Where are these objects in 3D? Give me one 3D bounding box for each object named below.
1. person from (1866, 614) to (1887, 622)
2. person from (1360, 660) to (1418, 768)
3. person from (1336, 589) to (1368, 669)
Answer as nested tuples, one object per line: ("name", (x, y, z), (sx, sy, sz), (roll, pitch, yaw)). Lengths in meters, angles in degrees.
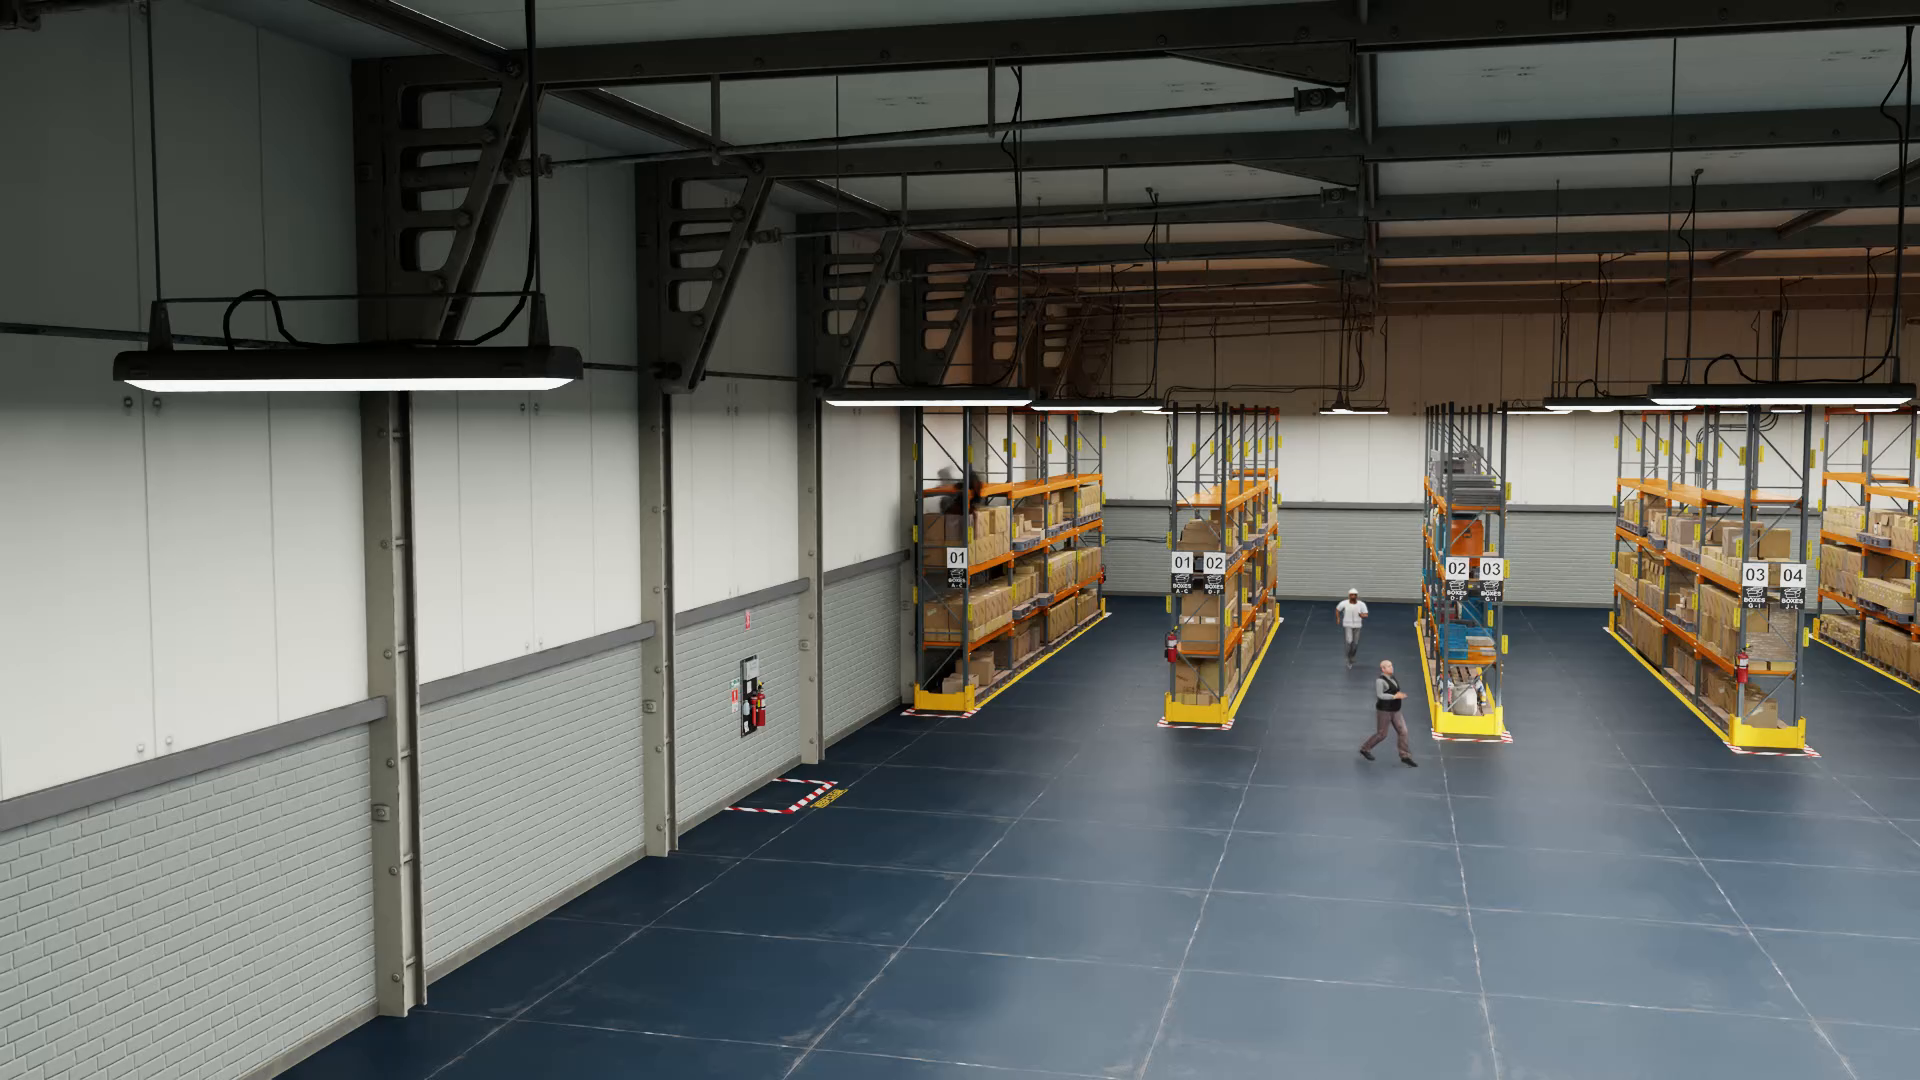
("person", (23.945, 1.736, 43.534), (0.598, 1.544, 0.758), (-2, 5, -26))
("person", (7.069, 2.838, 27.345), (0.663, 1.722, 0.962), (-4, 6, -44))
("person", (8.999, 2.024, 38.149), (0.672, 1.831, 0.777), (0, 4, 0))
